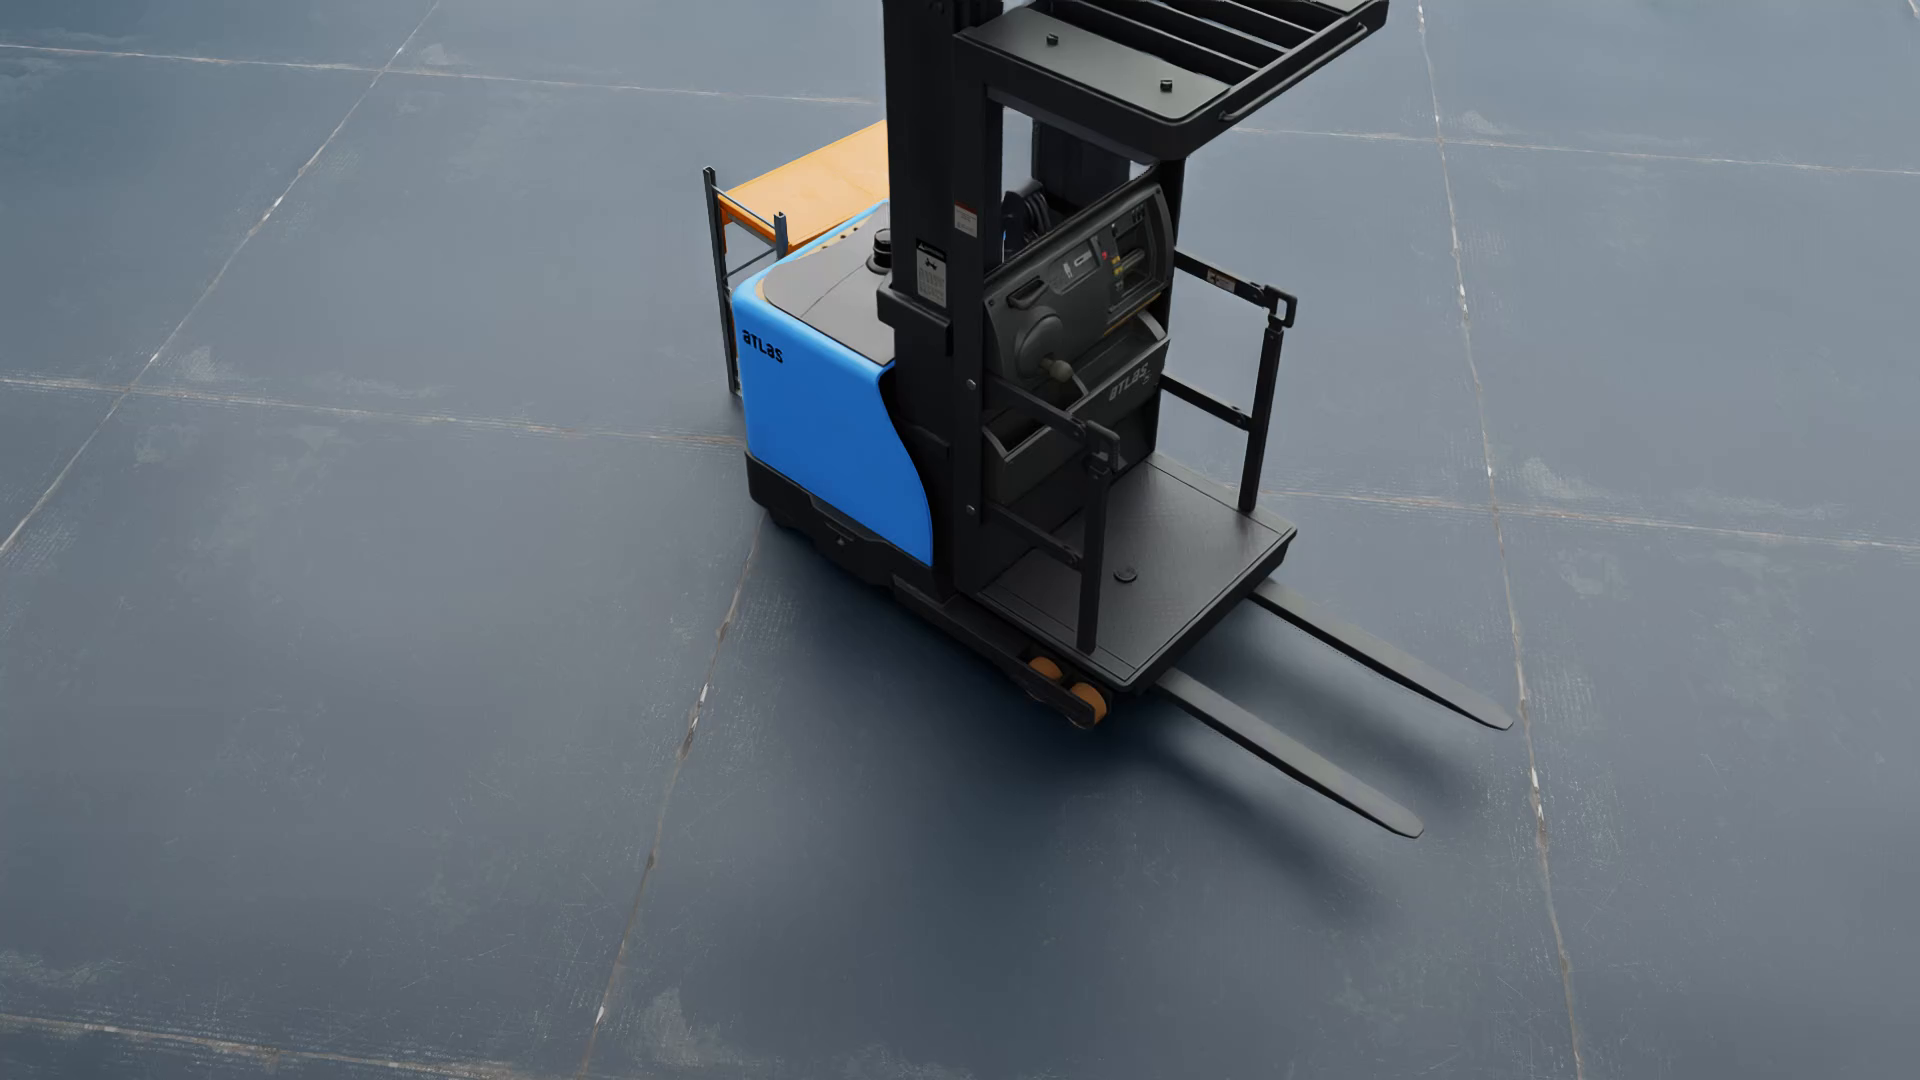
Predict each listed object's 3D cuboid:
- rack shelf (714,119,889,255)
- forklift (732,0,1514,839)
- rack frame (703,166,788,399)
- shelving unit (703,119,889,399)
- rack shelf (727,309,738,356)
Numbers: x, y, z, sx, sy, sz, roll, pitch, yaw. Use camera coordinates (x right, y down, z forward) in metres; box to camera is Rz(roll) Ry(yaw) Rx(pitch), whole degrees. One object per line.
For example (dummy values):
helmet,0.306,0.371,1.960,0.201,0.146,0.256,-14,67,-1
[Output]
rack shelf,-0.484,-1.421,7.007,1.000,0.278,0.538,-33,52,-30
forklift,0.568,-0.794,5.456,3.031,2.935,1.130,31,52,29
rack frame,-0.855,-0.970,6.956,0.032,1.125,0.500,-33,52,-30
shelving unit,-0.484,-1.208,7.208,1.048,1.125,0.538,-33,52,-30
rack shelf,-0.484,-1.031,7.376,1.000,0.278,0.538,-33,52,-30
